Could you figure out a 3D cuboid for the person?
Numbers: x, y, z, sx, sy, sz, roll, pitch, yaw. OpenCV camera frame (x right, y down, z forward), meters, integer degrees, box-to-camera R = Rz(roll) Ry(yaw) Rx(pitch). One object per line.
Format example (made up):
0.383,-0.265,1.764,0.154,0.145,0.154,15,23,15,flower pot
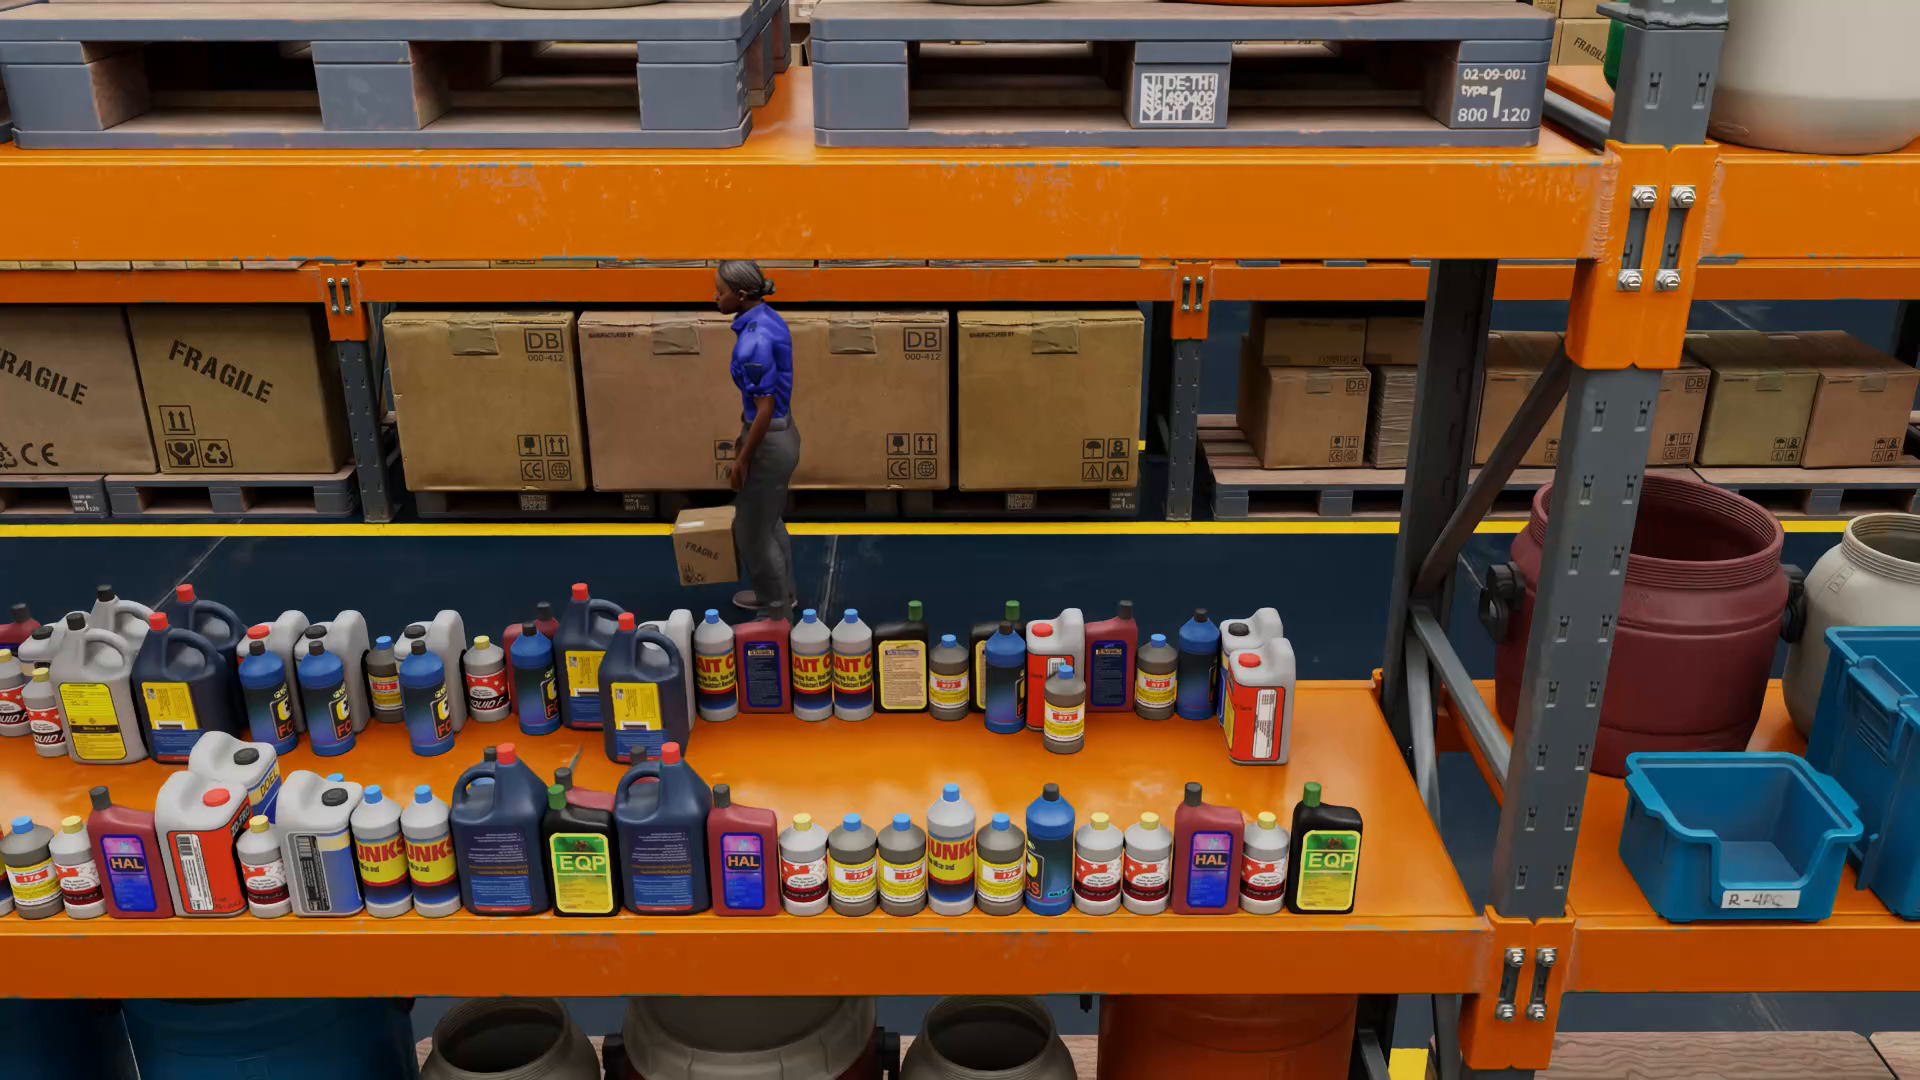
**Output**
-0.842,-0.389,6.967,0.348,1.658,0.497,-1,24,-2,person
